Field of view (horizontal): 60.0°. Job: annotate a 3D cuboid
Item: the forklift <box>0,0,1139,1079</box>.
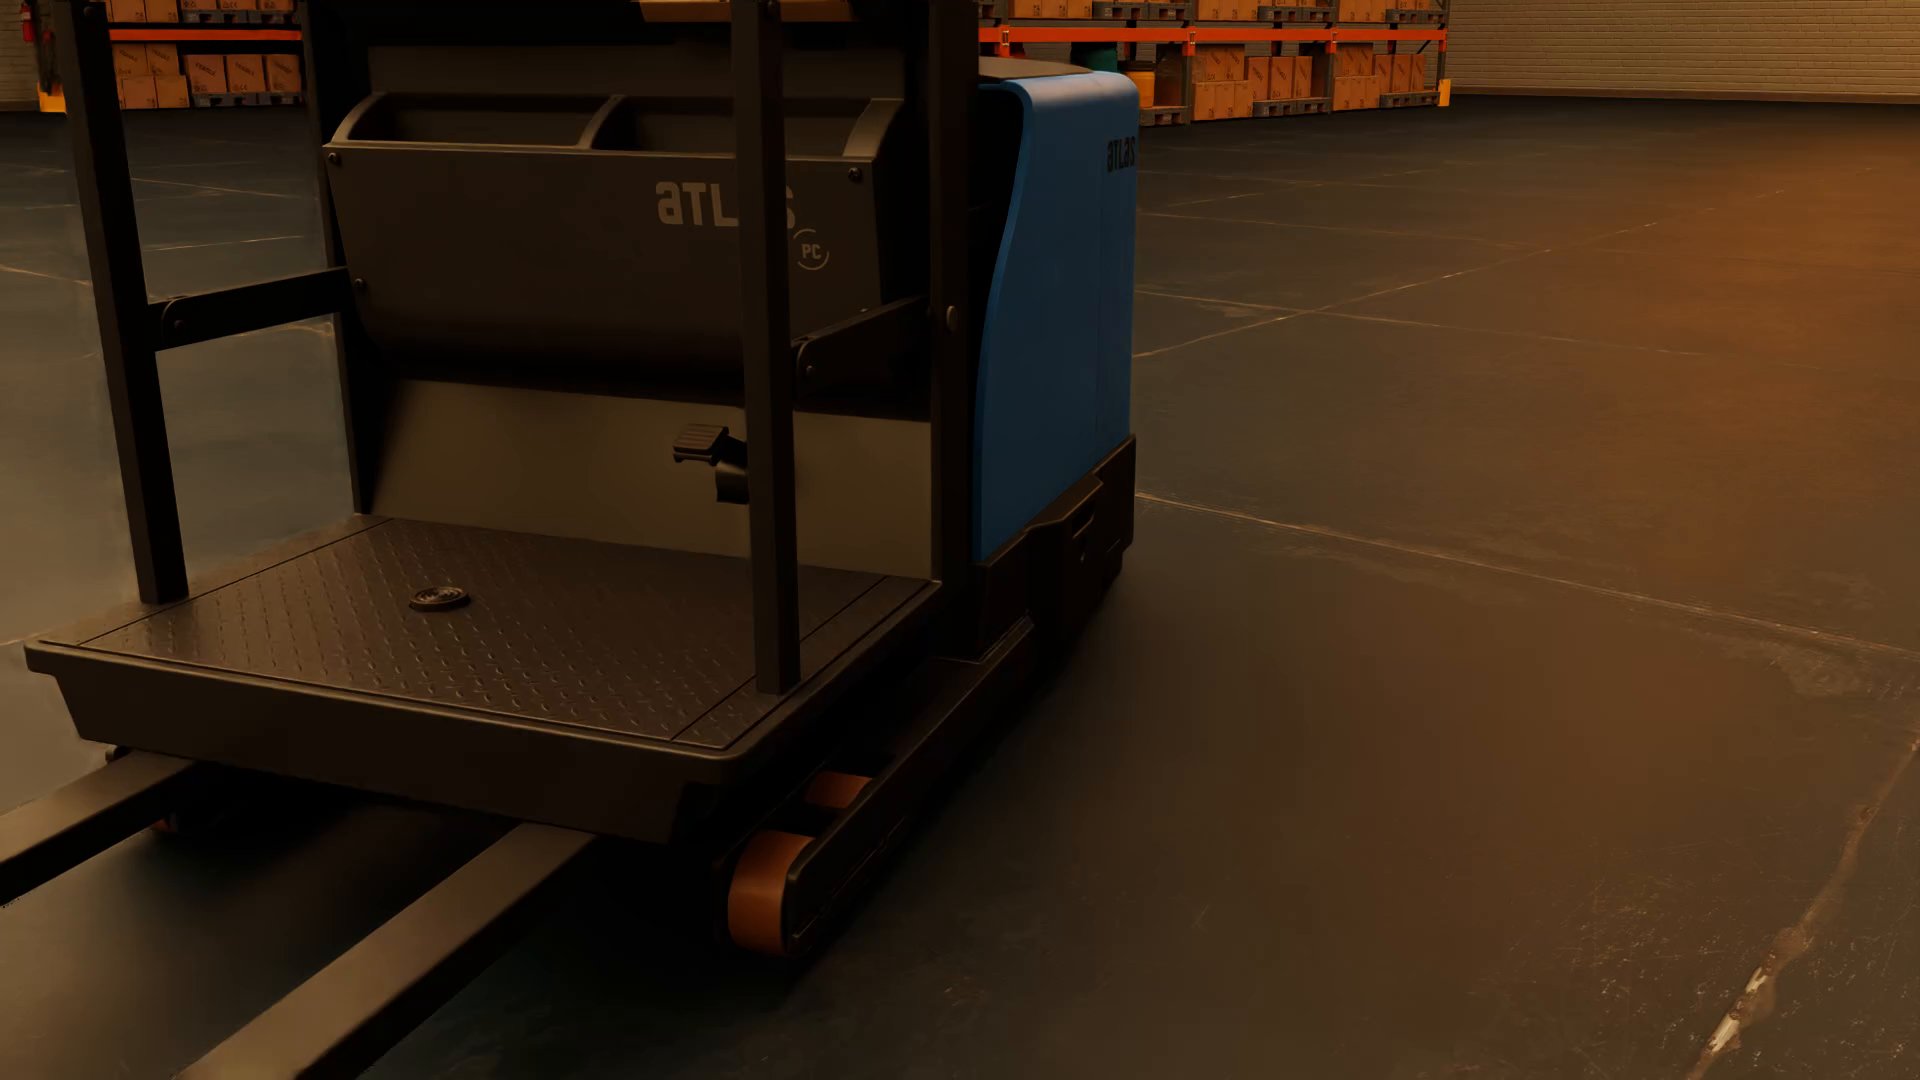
[{"bbox_3d":[-0.601,-0.994,2.171,1.130,2.935,3.031,6,18,19],"label":"forklift"}]
